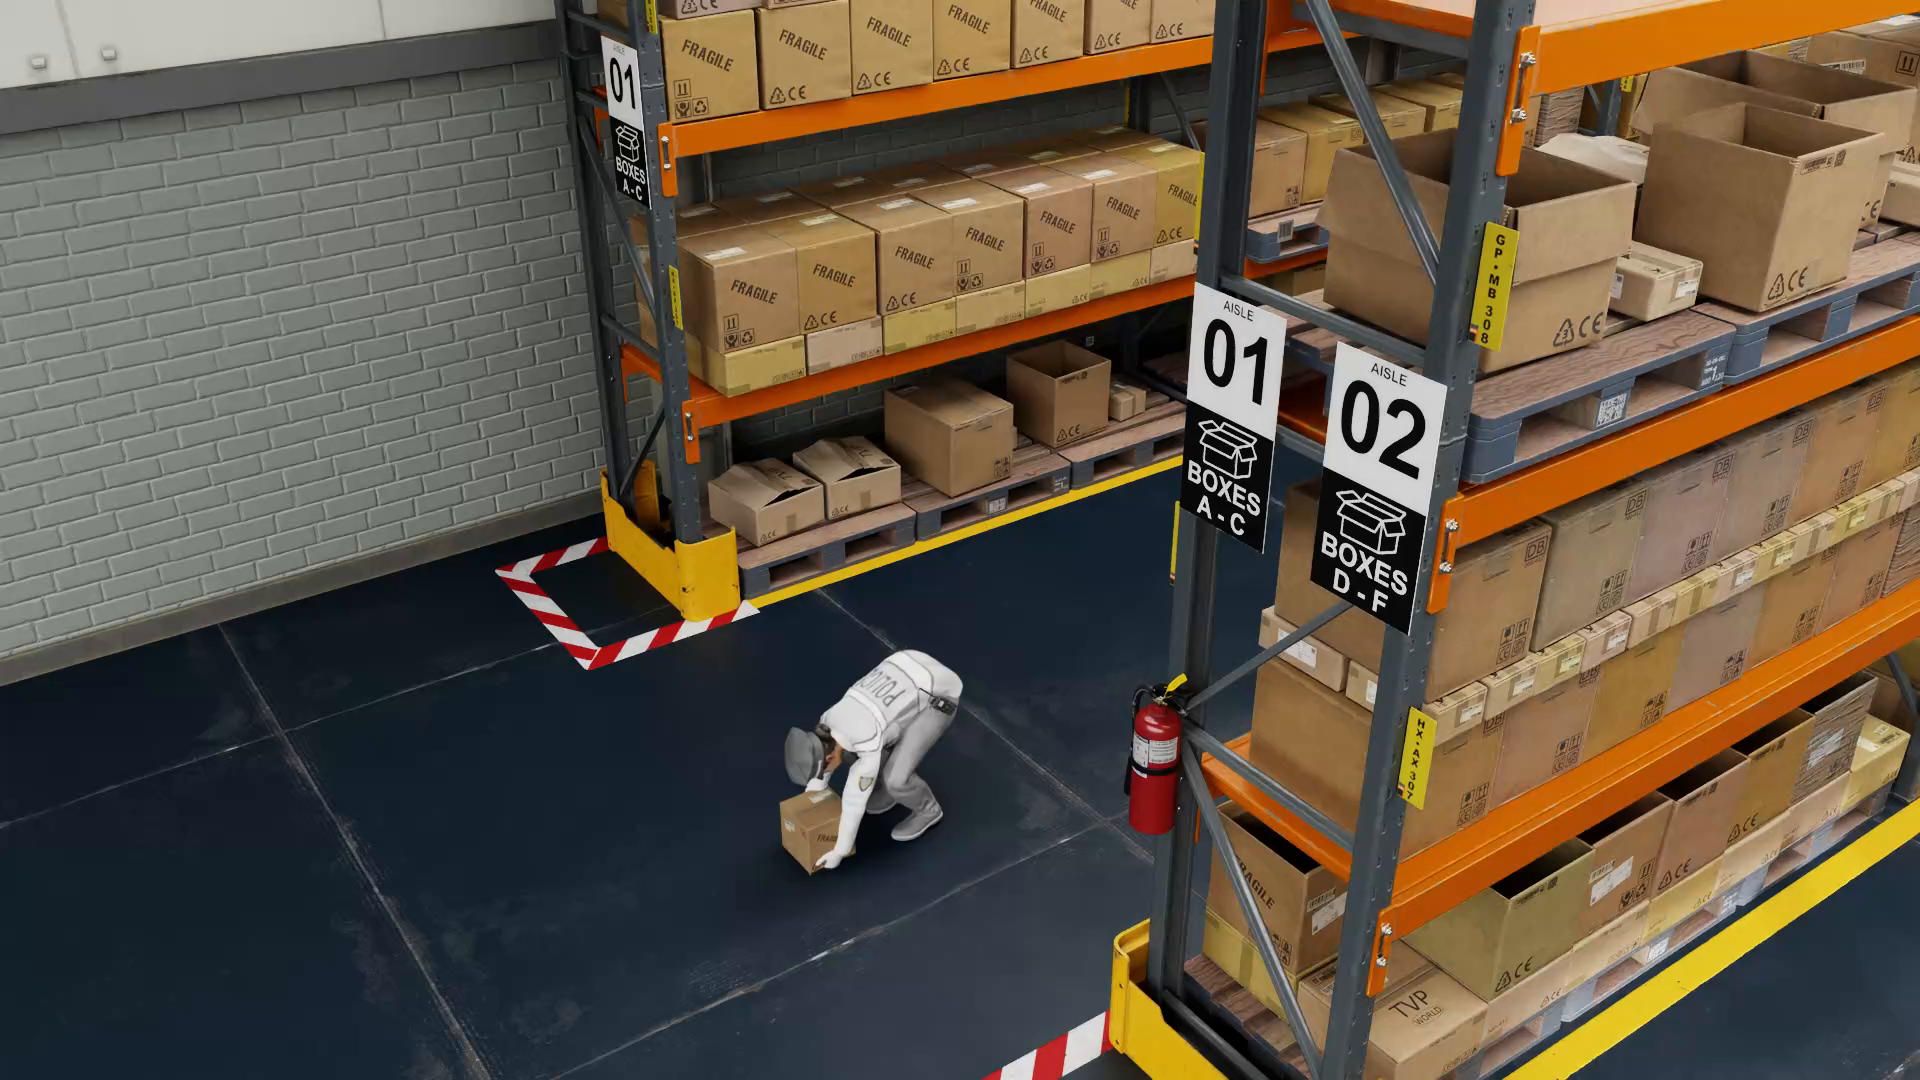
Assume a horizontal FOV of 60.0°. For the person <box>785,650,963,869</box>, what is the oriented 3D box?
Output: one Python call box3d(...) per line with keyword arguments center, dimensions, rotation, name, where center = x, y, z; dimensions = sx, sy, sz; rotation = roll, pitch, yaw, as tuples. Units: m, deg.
box3d(center=(-0.394, 1.003, 7.671), dimensions=(0.889, 0.842, 0.467), rotation=(-21, 35, -33), name="person")
